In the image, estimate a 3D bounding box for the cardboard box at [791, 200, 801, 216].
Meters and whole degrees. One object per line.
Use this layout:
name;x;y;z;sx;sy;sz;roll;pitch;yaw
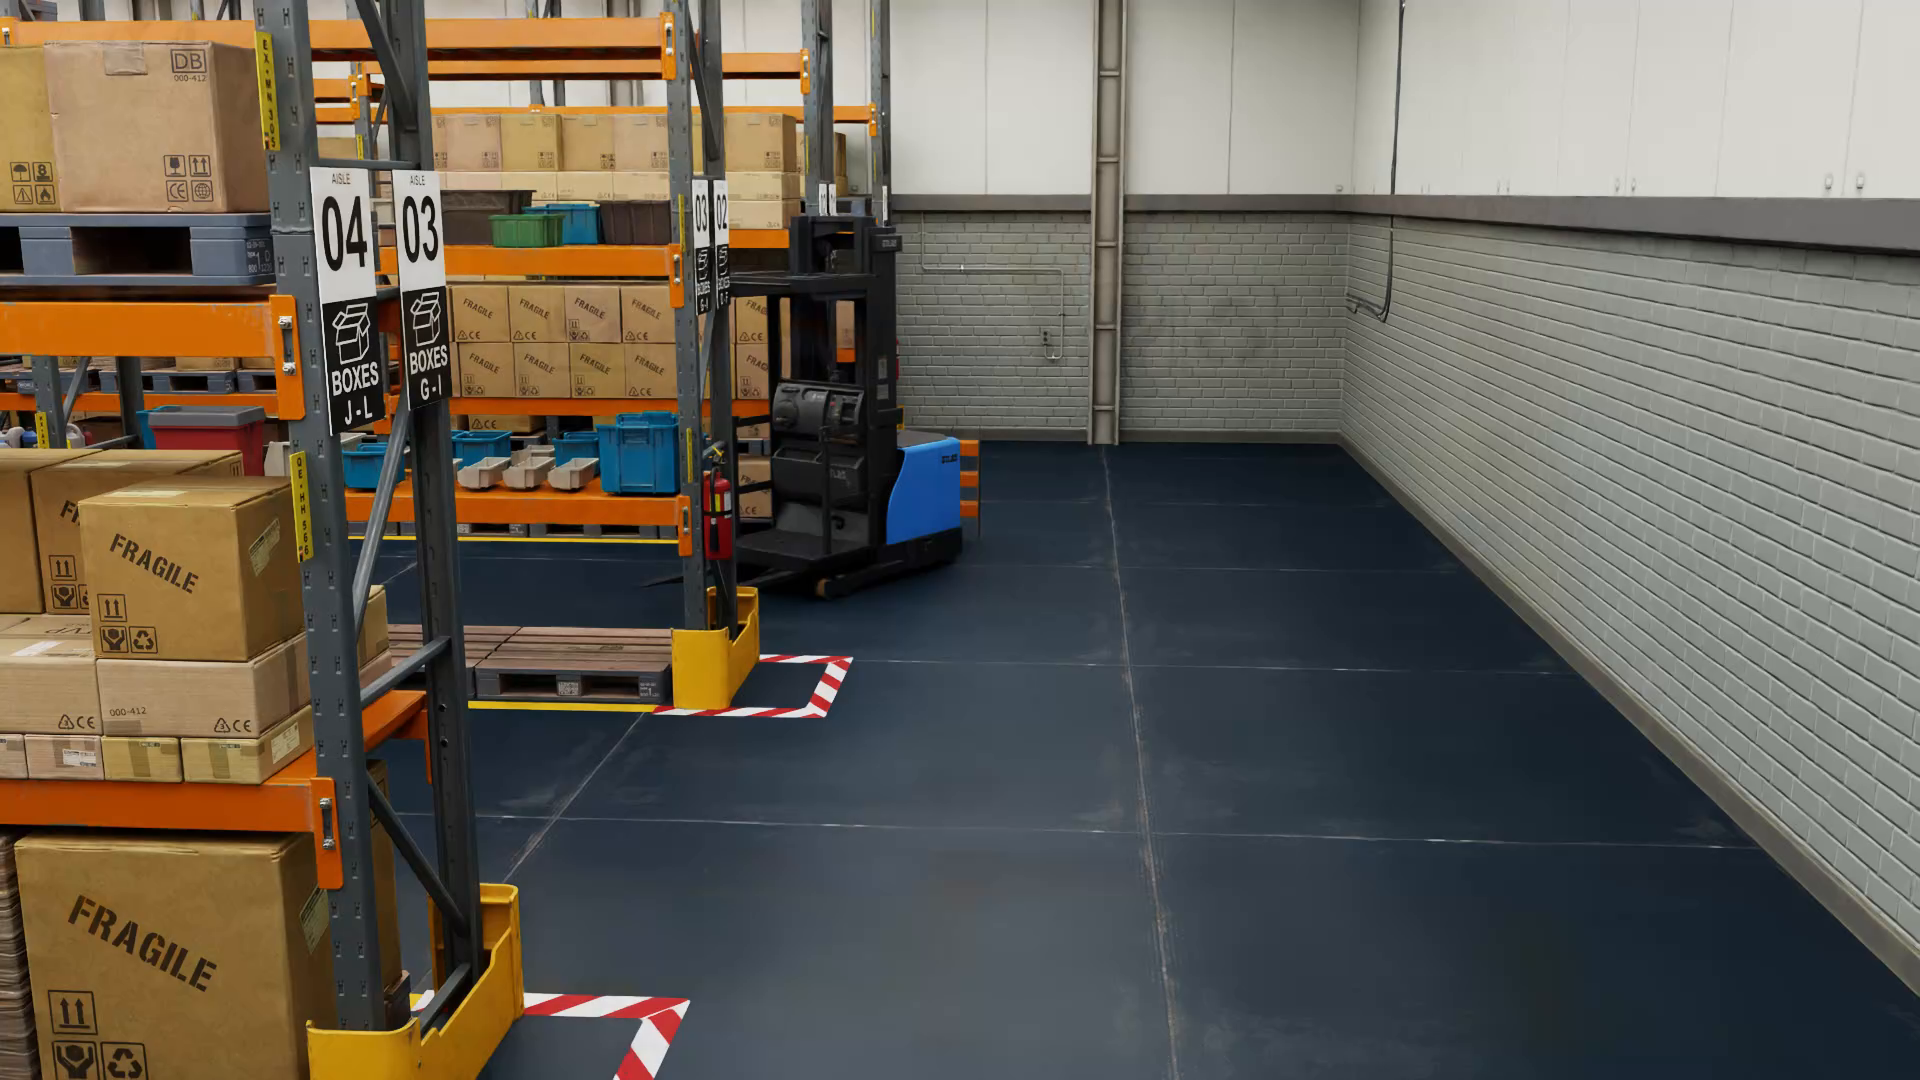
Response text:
cardboard box;-1.756;-3.006;15.333;0.500;0.250;0.500;1;12;4

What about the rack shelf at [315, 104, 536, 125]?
rack shelf;-6.920;-5.035;20.074;4.000;0.370;1.077;1;12;4

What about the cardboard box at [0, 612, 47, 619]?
cardboard box;-3.407;0.325;6.012;0.500;0.250;0.500;0;12;2

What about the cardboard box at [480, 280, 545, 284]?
cardboard box;-4.218;-2.184;15.681;0.500;0.500;0.500;1;12;3

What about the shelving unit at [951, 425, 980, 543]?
shelving unit;0.053;-0.513;15.139;0.252;1.050;0.215;1;12;4

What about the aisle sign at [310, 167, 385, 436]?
aisle sign;-1.874;-0.738;5.104;0.004;0.787;0.394;1;12;4

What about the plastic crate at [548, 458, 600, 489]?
plastic crate;-2.421;-0.414;10.403;0.243;0.136;0.396;1;12;4

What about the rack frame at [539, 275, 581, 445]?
rack frame;-4.924;-2.619;20.442;0.127;3.000;1.000;1;12;4

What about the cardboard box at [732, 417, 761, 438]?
cardboard box;-2.639;-1.549;20.407;0.500;0.500;0.700;0;12;2

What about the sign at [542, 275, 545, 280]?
sign;-4.951;-3.036;19.801;0.005;0.325;0.100;1;12;4

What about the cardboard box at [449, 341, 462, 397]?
cardboard box;-4.761;-1.593;15.295;0.500;0.500;0.500;1;12;5

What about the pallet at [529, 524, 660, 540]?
pallet;-3.346;-0.216;15.767;1.213;0.211;1.003;1;12;4

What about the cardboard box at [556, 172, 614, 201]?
cardboard box;-3.287;-3.166;14.879;0.500;0.250;0.500;1;12;4

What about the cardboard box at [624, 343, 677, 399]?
cardboard box;-2.741;-1.566;15.164;0.500;0.500;0.500;1;12;4

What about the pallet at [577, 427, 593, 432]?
pallet;-4.171;-1.227;20.602;1.213;0.211;1.003;1;12;4

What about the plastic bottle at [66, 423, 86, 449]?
plastic bottle;-5.956;-0.642;11.114;0.185;0.351;0.144;1;12;4

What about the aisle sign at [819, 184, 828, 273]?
aisle sign;-1.213;-2.761;14.773;0.004;0.787;0.394;1;12;4

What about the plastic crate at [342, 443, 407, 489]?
plastic crate;-3.661;-0.463;10.400;0.300;0.233;0.416;1;12;4

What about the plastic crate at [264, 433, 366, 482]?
plastic crate;-4.075;-0.508;10.493;0.530;0.282;0.437;1;12;4

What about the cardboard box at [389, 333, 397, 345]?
cardboard box;-6.809;-2.485;20.366;0.250;0.149;0.380;1;12;6

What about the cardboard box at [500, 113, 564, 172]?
cardboard box;-3.775;-3.573;14.992;0.500;0.500;0.700;1;12;4

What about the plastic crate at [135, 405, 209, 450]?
plastic crate;-5.098;-0.680;11.065;0.575;0.384;0.392;1;12;4

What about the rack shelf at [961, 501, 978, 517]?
rack shelf;0.053;-0.231;15.198;0.240;0.259;0.215;1;12;4

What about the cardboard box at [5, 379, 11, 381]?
cardboard box;-11.731;-2.075;21.042;0.500;0.250;0.500;1;12;3

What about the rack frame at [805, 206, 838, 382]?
rack frame;-1.260;-1.552;15.343;0.127;3.000;1.000;1;12;4

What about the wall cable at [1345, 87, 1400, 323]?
wall cable;4.686;-3.830;19.165;0.112;2.526;3.097;1;12;4

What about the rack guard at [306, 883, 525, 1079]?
rack guard;-1.902;1.696;5.922;0.348;0.500;1.175;1;12;4

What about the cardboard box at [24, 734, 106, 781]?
cardboard box;-2.815;0.650;5.428;0.250;0.149;0.380;1;12;4

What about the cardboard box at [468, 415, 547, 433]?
cardboard box;-5.581;-1.754;20.535;0.750;0.750;0.750;1;12;4

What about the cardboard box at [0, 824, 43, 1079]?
cardboard box;-3.478;1.301;5.866;0.875;0.875;0.875;1;12;4

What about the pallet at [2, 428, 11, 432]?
pallet;-12.129;-1.353;21.202;1.213;0.211;1.003;1;12;4

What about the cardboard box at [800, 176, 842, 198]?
cardboard box;-1.682;-4.169;19.624;0.500;0.250;0.500;1;12;5

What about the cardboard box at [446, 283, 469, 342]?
cardboard box;-4.800;-2.081;15.186;0.500;0.500;0.500;1;12;5

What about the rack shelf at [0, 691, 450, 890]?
rack shelf;-3.922;0.797;5.873;4.000;0.370;1.077;1;12;4

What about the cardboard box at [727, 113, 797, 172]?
cardboard box;-1.774;-3.562;14.941;0.500;0.500;0.700;1;12;4

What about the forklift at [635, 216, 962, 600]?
forklift;-1.270;-1.078;13.245;1.130;2.935;3.031;9;15;36

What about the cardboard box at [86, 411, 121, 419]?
cardboard box;-10.641;-1.696;21.063;0.500;0.500;0.700;1;12;3

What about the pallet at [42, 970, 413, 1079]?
pallet;-2.729;1.842;5.929;1.213;0.211;1.003;1;12;4

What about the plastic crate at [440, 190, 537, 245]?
plastic crate;-3.101;-2.055;10.573;0.767;0.338;0.504;1;12;4

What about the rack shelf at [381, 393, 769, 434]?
rack shelf;-3.256;-1.227;15.547;4.000;0.370;1.077;1;12;4

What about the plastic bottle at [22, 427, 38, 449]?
plastic bottle;-6.270;-0.625;11.225;0.097;0.271;0.097;0;12;0

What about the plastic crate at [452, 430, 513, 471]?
plastic crate;-3.133;-0.576;10.940;0.300;0.233;0.416;1;12;4

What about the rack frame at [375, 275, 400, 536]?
rack frame;-5.251;-1.607;15.604;0.127;3.000;1.000;1;12;4

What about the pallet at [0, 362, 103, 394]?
pallet;-8.562;-1.572;15.910;1.003;0.211;1.213;1;12;4

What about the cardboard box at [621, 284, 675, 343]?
cardboard box;-2.745;-2.053;15.052;0.500;0.500;0.500;1;12;5

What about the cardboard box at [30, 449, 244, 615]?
cardboard box;-2.886;-0.036;5.904;0.500;0.500;0.500;0;12;2

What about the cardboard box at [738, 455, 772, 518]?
cardboard box;-1.819;-0.501;15.348;0.500;0.500;0.500;1;12;4

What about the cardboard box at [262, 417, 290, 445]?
cardboard box;-6.716;-1.036;16.073;0.500;0.250;0.500;1;12;4

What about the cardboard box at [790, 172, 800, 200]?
cardboard box;-1.756;-3.252;15.287;0.500;0.250;0.500;1;12;4

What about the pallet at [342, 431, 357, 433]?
pallet;-8.134;-1.282;20.864;1.213;0.211;1.003;1;12;4

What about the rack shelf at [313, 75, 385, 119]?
rack shelf;-7.247;-4.022;15.235;4.000;0.370;1.077;1;12;4

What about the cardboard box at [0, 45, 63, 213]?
cardboard box;-3.002;-1.328;5.434;0.500;0.500;0.700;0;12;2

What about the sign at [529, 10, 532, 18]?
sign;-4.949;-5.940;19.194;0.005;0.325;0.100;1;12;4

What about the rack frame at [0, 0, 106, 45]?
rack frame;-5.586;-3.531;10.153;0.127;3.000;1.000;1;12;4

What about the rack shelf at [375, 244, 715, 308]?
rack shelf;-3.591;-1.683;10.403;4.000;0.370;1.077;1;12;4

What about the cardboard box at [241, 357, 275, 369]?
cardboard box;-6.400;-1.910;15.783;0.500;0.500;0.700;3;12;13

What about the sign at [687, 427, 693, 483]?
sign;-1.616;-0.507;9.950;0.005;0.325;0.100;1;12;4
